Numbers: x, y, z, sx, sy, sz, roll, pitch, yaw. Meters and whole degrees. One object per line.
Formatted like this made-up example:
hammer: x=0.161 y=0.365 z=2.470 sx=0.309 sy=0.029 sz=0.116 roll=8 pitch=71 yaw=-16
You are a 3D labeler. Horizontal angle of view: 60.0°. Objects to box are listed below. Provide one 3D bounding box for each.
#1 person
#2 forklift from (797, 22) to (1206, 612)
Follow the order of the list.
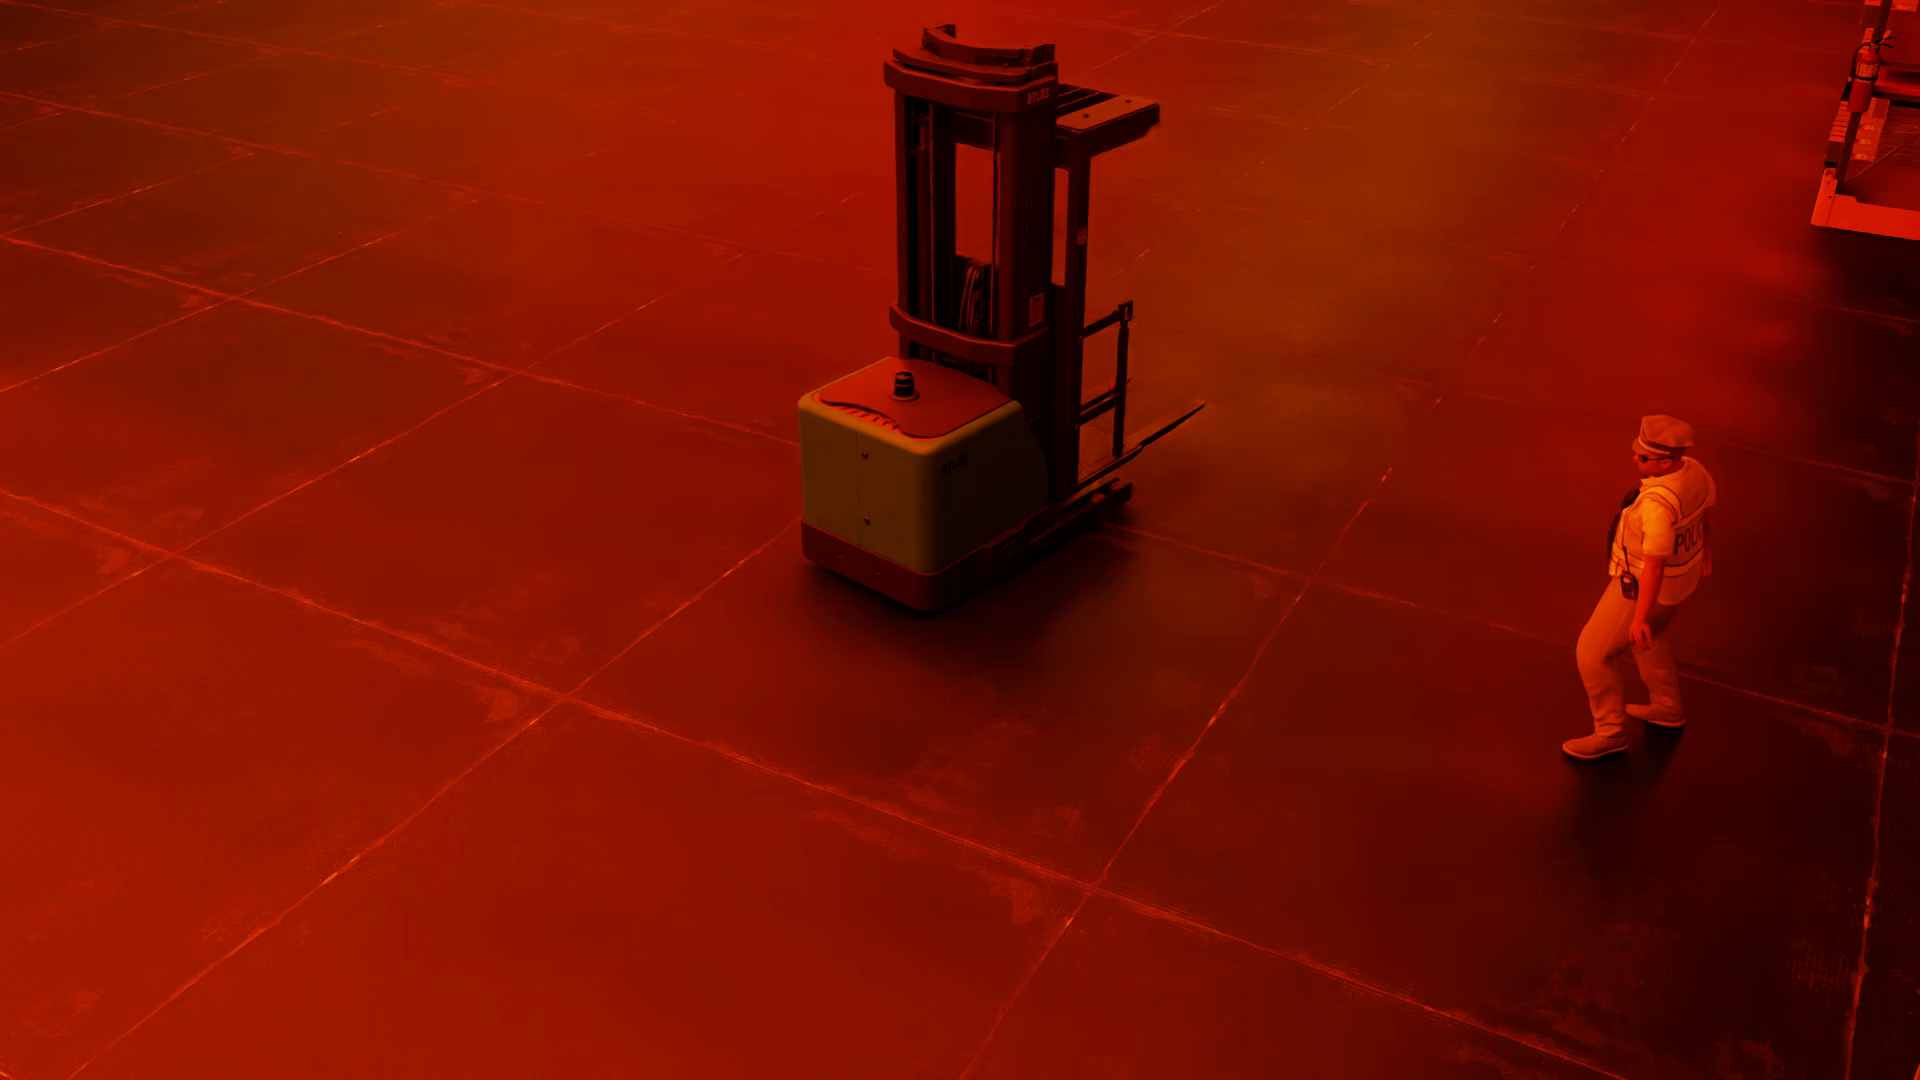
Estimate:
person: x=3.350 y=0.219 z=7.980 sx=0.461 sy=1.731 sz=0.896 roll=26 pitch=39 yaw=38
forklift: x=0.415 y=-1.536 z=9.732 sx=1.130 sy=2.935 sz=3.031 roll=23 pitch=37 yaw=34
